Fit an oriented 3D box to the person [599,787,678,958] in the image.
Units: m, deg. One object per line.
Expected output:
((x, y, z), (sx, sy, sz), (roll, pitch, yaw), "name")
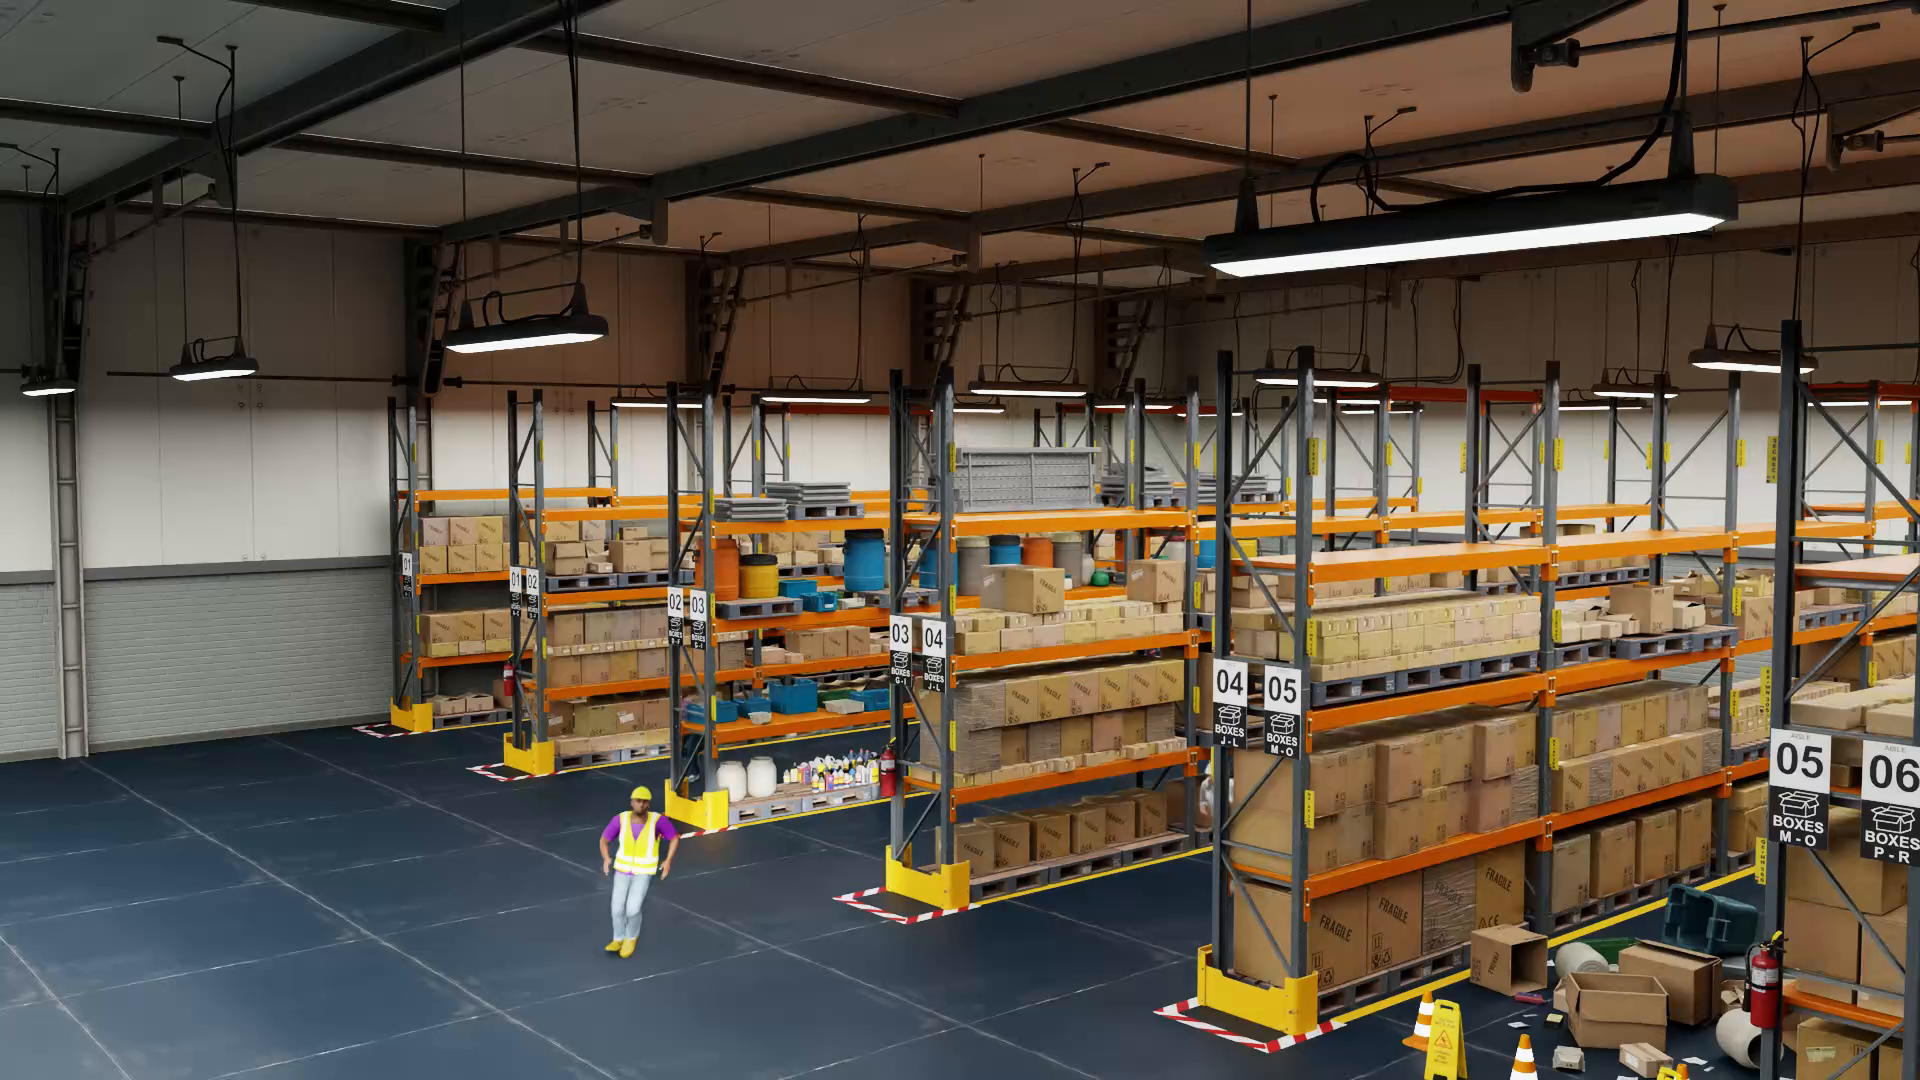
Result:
((-3.253, 3.328, 16.682), (0.765, 1.720, 0.608), (0, 3, 4), "person")

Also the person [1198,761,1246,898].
((3.072, 3.254, 18.837), (0.692, 1.635, 0.951), (3, 4, 39), "person")

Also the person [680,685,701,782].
((-4.170, 2.939, 25.228), (0.525, 1.526, 0.661), (2, 4, 31), "person")
